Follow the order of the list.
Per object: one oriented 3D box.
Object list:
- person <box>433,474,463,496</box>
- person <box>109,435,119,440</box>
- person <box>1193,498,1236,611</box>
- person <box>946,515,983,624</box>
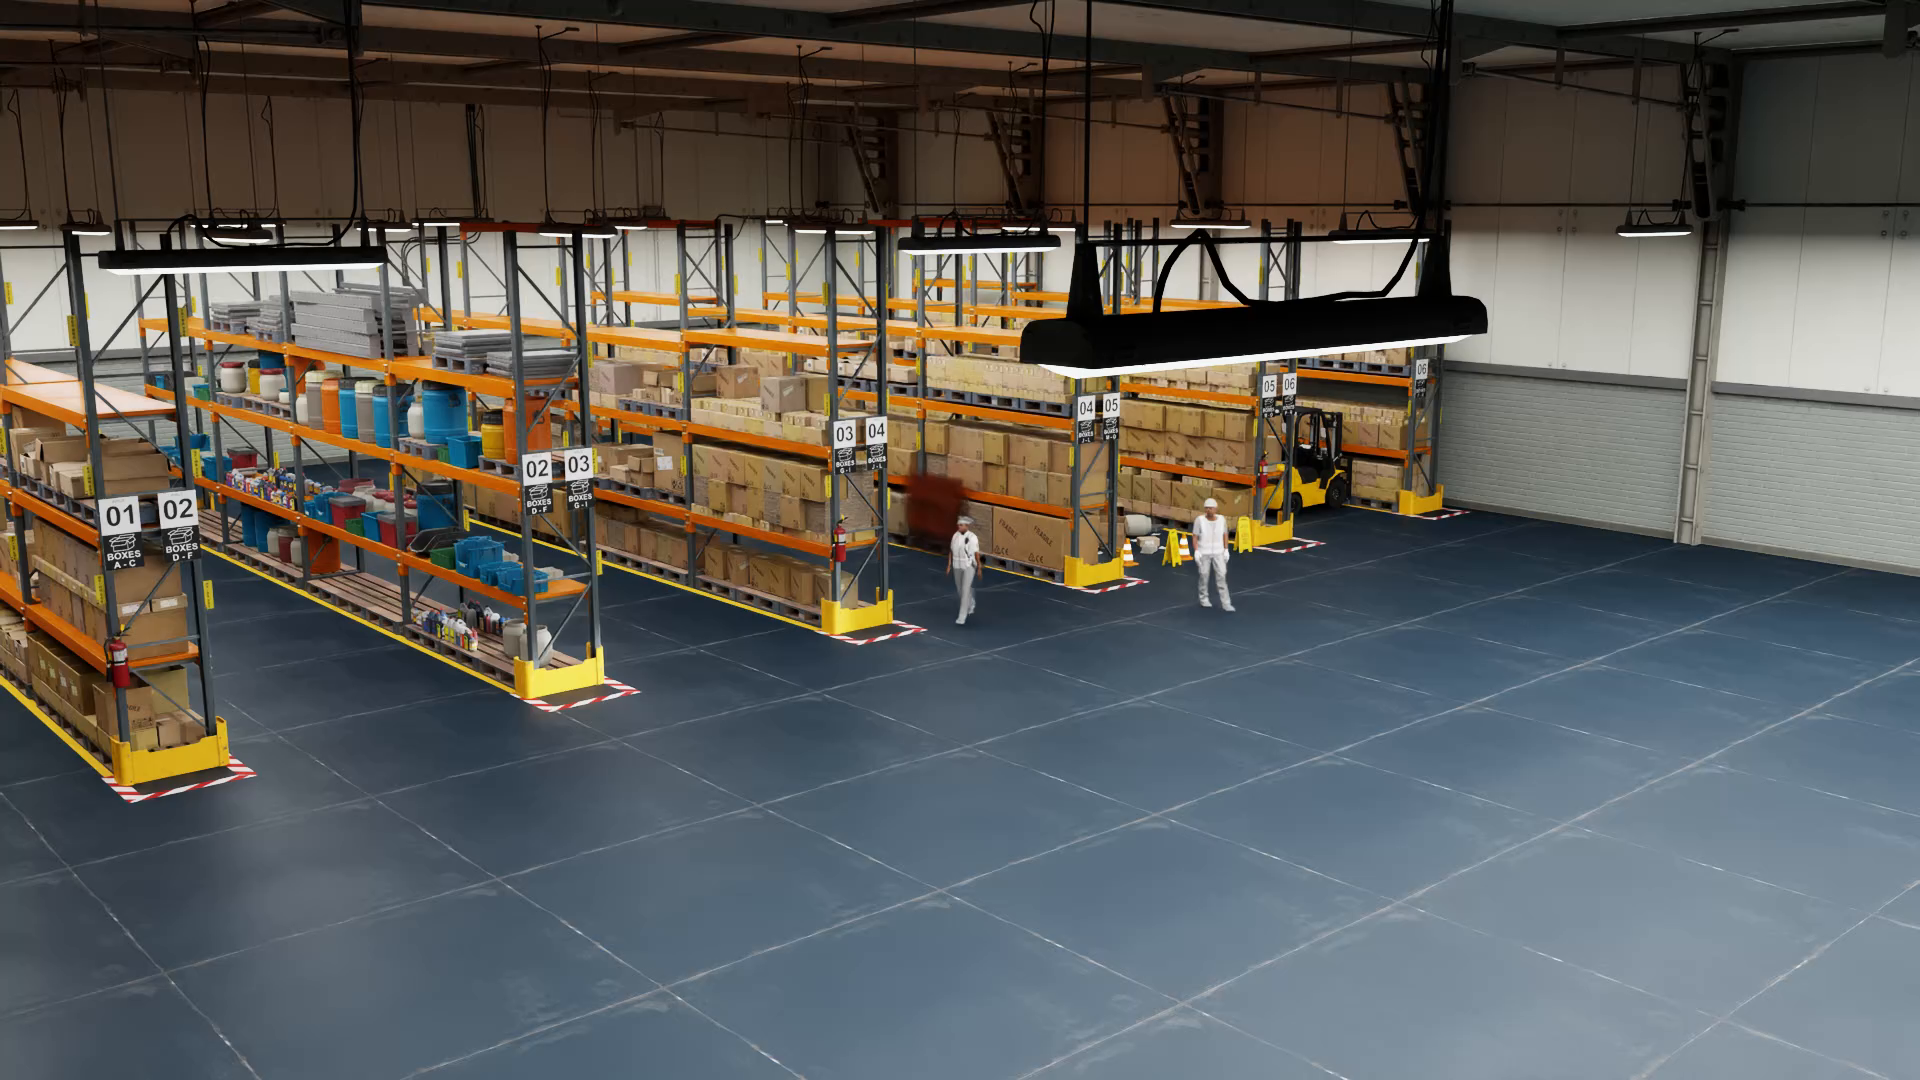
[{"bbox_3d":[-9.762,-0.833,31.792,0.652,1.675,0.677,-7,13,-31],"label":"person"},{"bbox_3d":[-17.554,-1.390,34.575,0.455,1.608,1.059,-2,12,-11],"label":"person"},{"bbox_3d":[3.985,0.239,26.168,0.624,1.772,0.821,-1,11,-3],"label":"person"},{"bbox_3d":[0.074,0.423,25.589,0.488,1.650,0.900,8,14,33],"label":"person"}]
